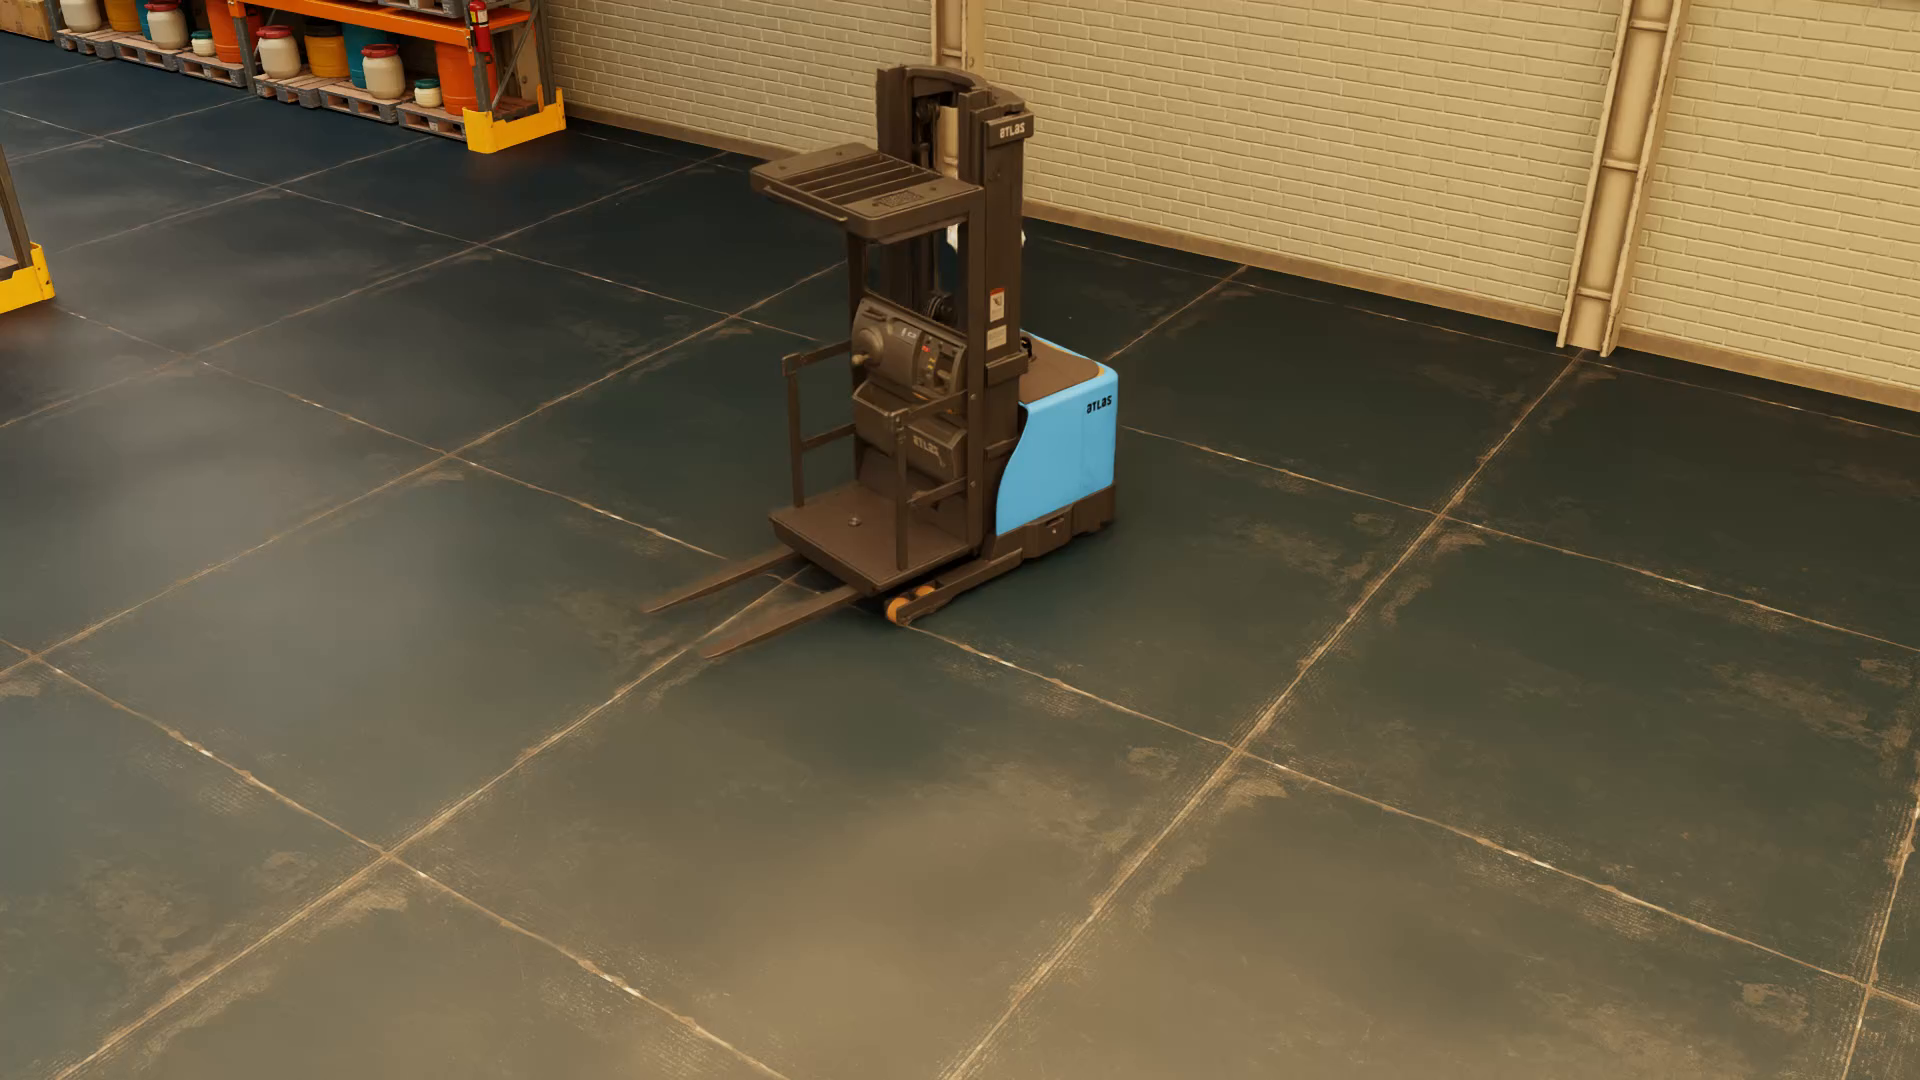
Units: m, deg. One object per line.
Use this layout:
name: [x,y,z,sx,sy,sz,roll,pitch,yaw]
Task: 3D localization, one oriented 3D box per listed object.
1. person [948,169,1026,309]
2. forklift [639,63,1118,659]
person: [0.243,-2.353,12.891,0.692,1.720,0.808,-10,32,-17]
forklift: [-0.457,-1.064,9.414,3.031,2.935,1.130,-24,38,-35]
